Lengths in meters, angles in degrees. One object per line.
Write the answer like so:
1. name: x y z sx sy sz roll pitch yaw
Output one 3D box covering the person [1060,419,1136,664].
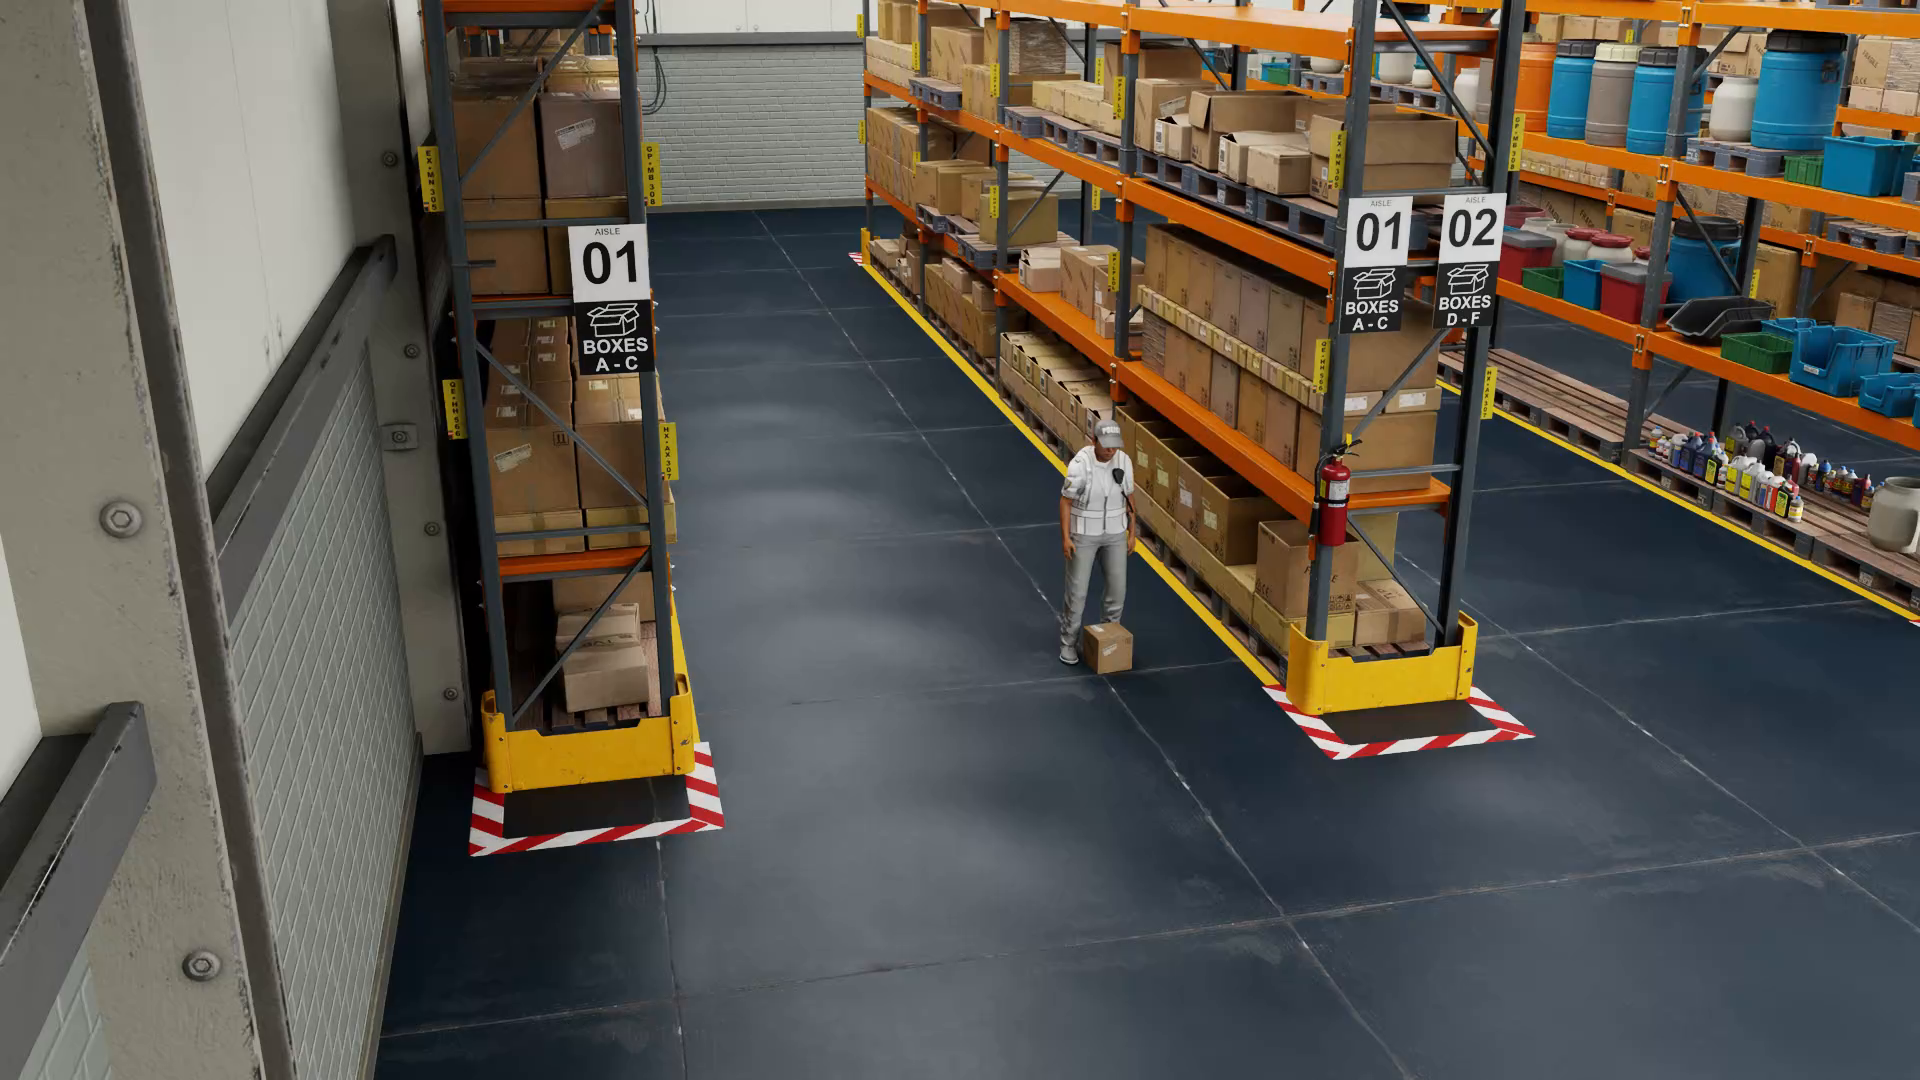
1. person: 0.919 -0.015 11.102 0.539 1.666 0.465 -5 20 -13
